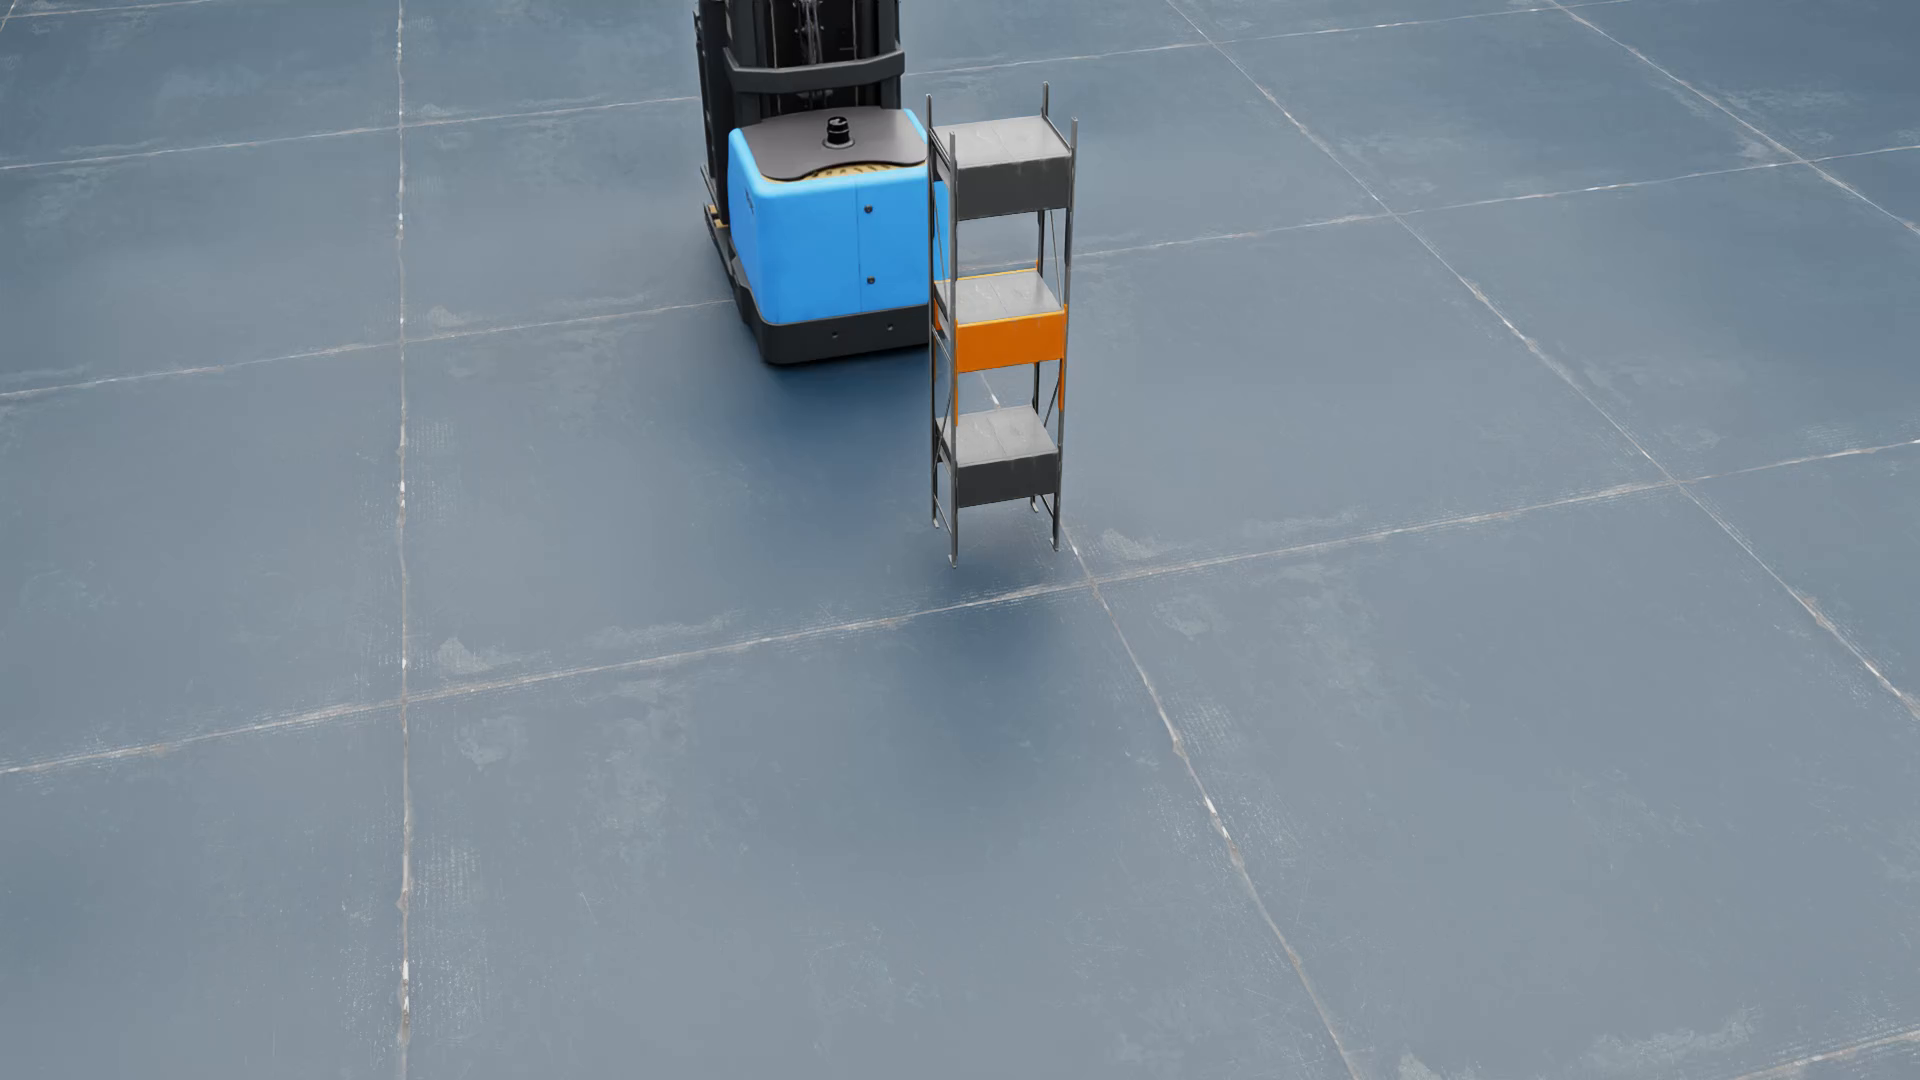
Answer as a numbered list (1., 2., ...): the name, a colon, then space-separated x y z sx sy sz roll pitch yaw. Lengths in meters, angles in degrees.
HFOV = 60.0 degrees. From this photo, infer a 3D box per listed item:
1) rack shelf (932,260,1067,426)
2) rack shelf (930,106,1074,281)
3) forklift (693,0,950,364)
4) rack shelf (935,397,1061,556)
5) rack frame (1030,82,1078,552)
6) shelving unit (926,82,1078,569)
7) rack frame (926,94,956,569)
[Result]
1. rack shelf: 0.160 -0.849 7.155 0.480 0.518 0.431 -9 38 -12
2. rack shelf: 0.160 -1.405 6.729 0.480 0.518 0.431 -9 38 -12
3. forklift: -0.940 -3.000 9.259 1.130 2.935 3.031 -10 39 -13
4. rack shelf: 0.160 -0.293 7.580 0.480 0.518 0.431 -9 38 -12
5. rack frame: 0.395 -0.899 7.197 0.015 2.100 0.400 -9 38 -12
6. shelving unit: 0.160 -0.860 7.146 0.503 2.100 0.431 -9 38 -12
7. rack frame: -0.076 -0.822 7.096 0.015 2.100 0.400 -9 38 -12
